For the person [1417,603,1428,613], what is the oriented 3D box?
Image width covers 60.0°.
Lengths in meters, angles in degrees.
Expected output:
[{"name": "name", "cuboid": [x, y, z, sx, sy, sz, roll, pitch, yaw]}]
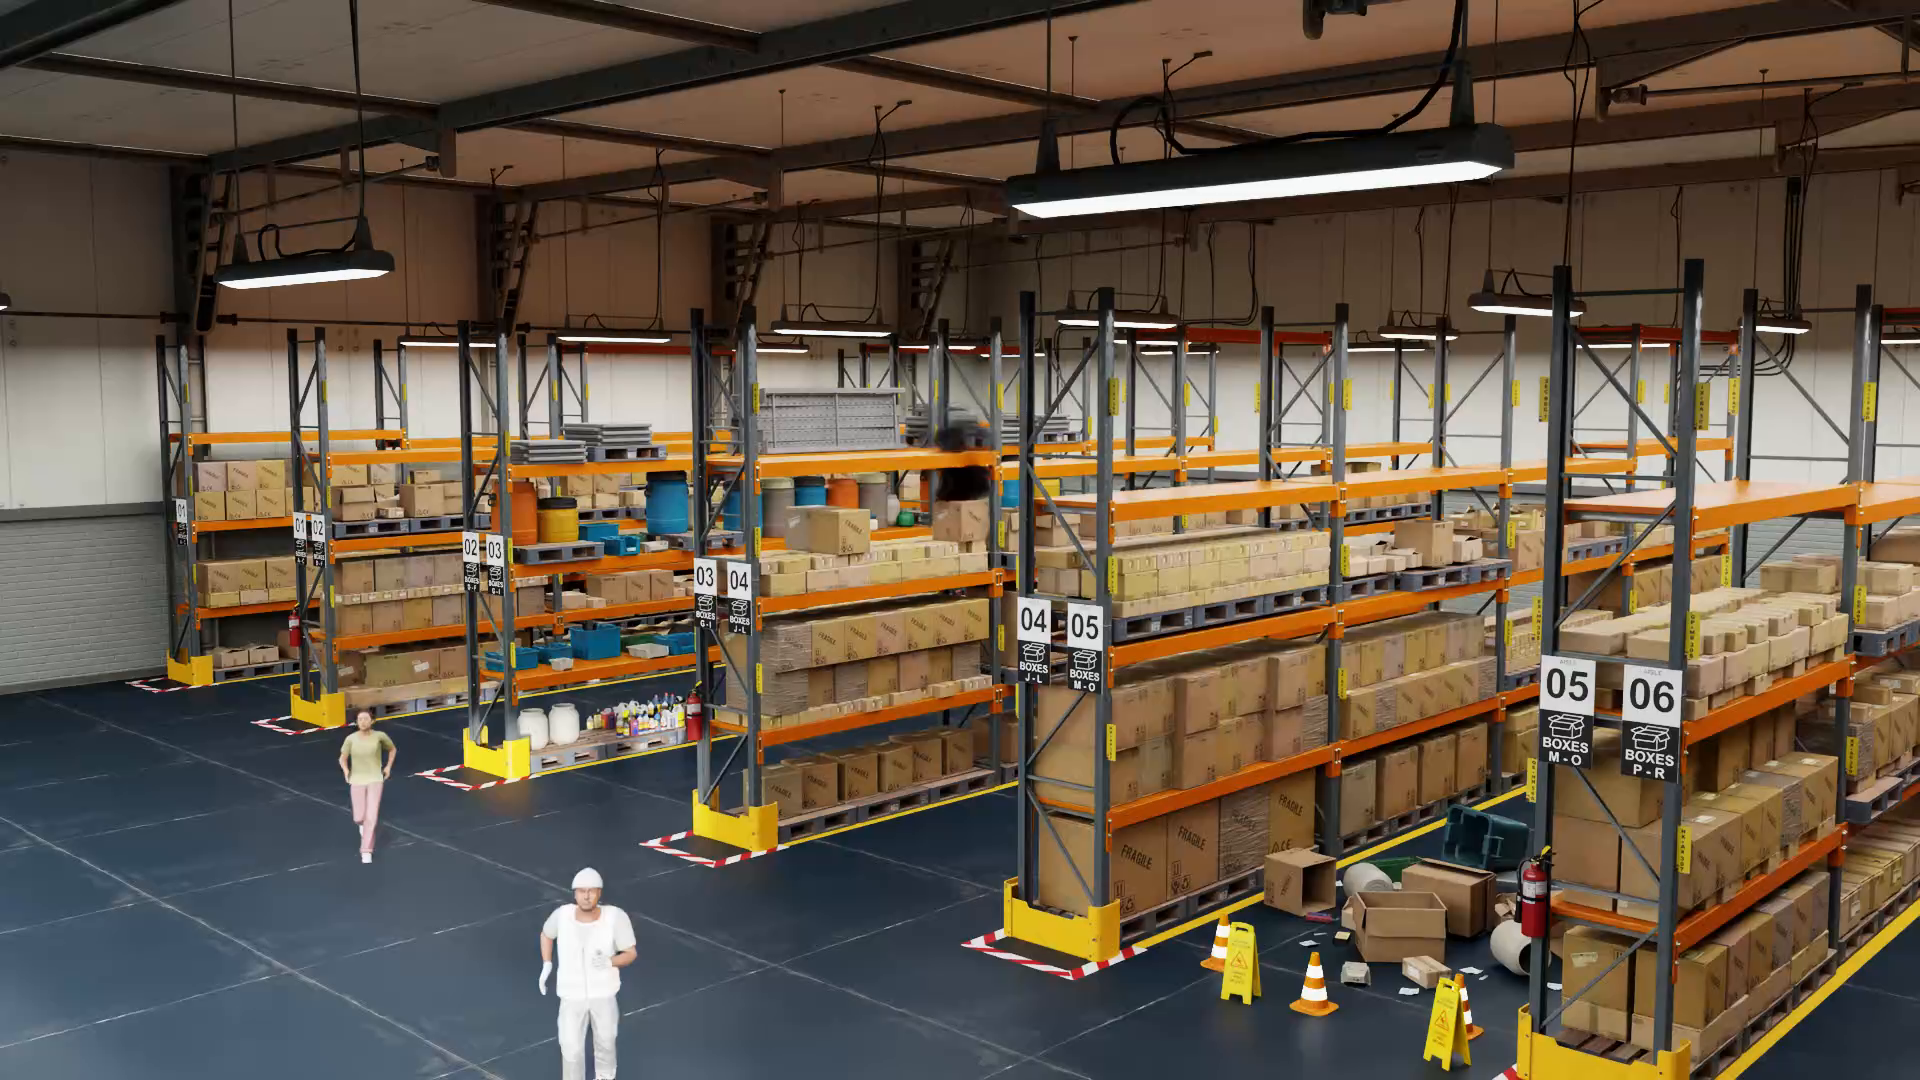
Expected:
[{"name": "person", "cuboid": [7.541, 1.769, 27.009, 0.657, 1.722, 0.605, 5, 7, 42]}]

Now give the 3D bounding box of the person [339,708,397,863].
[{"name": "person", "cuboid": [-6.483, 2.652, 18.227, 0.594, 1.632, 0.791, -1, 6, -15]}]

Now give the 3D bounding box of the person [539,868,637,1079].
[{"name": "person", "cuboid": [-2.578, 3.175, 11.551, 0.671, 1.818, 0.897, -1, 5, -10]}]
